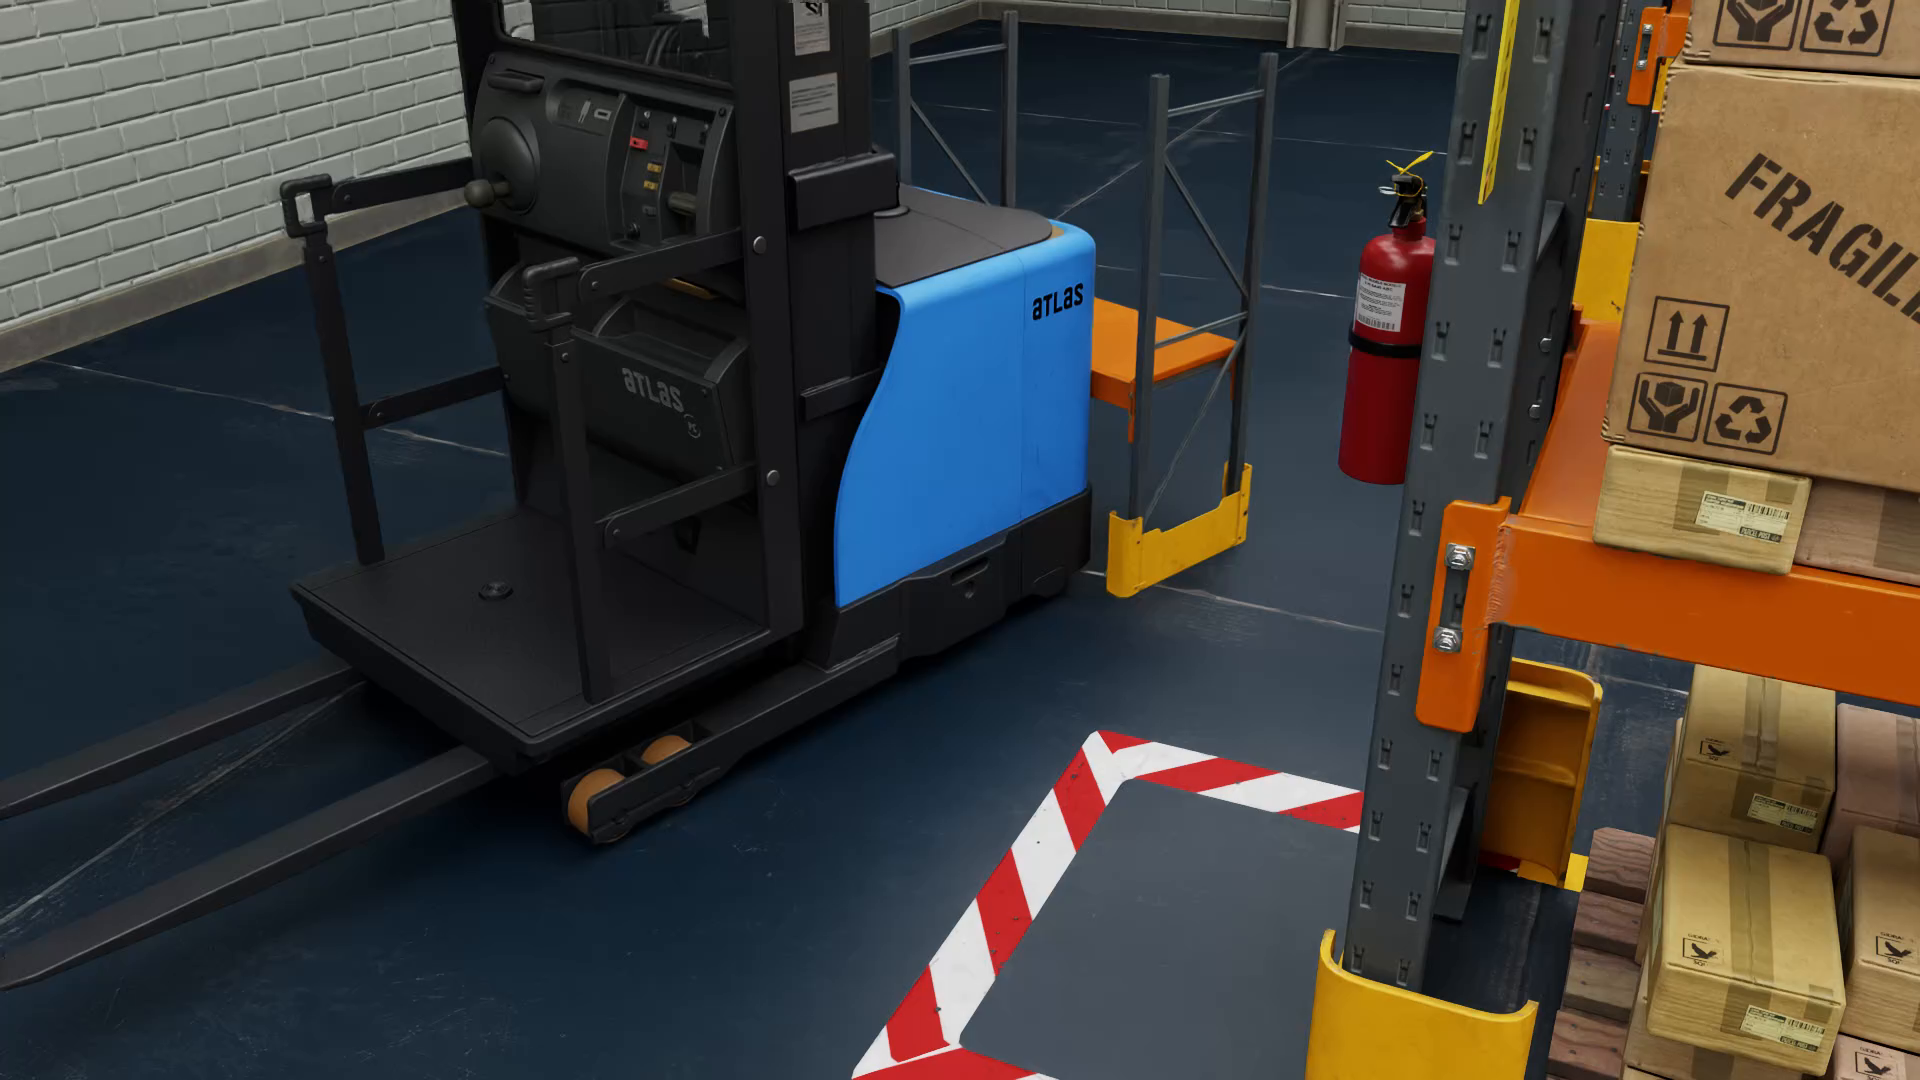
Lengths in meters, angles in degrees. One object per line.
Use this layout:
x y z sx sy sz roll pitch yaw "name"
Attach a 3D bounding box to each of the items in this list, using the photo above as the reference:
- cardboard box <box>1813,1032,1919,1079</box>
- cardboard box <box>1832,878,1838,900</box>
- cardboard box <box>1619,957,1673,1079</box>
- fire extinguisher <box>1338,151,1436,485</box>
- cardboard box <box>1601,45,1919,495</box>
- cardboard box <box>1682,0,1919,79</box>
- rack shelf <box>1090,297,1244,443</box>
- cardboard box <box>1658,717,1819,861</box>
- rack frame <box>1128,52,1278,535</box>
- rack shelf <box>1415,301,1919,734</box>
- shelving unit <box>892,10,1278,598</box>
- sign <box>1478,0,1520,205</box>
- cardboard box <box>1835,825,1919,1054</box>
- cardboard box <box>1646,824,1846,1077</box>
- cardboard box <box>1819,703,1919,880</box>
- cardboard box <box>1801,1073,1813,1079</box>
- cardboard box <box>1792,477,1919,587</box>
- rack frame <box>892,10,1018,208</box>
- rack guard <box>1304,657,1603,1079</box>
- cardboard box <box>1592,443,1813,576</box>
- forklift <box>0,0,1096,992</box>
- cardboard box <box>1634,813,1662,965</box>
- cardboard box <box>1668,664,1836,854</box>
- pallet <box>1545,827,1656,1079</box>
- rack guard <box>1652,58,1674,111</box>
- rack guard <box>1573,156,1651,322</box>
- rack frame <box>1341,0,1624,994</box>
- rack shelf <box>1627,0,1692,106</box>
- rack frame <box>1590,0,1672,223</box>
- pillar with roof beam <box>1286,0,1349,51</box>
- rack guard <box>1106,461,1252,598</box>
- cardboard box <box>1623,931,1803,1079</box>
1.498 0.811 2.622 0.250 0.149 0.380 11 28 22 "cardboard box"
1.715 0.591 3.070 0.250 0.149 0.380 11 28 21 "cardboard box"
1.246 0.897 2.783 0.250 0.149 0.380 12 29 23 "cardboard box"
0.863 -0.447 3.272 0.183 0.674 0.296 11 28 22 "fire extinguisher"
1.196 -0.403 2.222 0.500 0.500 0.500 13 29 24 "cardboard box"
1.200 -0.856 2.010 0.500 0.500 0.500 11 28 21 "cardboard box"
0.336 -0.597 5.172 0.538 0.185 1.000 -22 34 -38 "rack shelf"
1.500 0.521 3.211 0.250 0.149 0.380 11 28 20 "cardboard box"
0.682 -0.594 4.759 0.500 1.500 0.032 -22 34 -38 "rack frame"
2.722 0.271 2.119 4.000 0.370 1.077 11 28 22 "rack shelf"
0.330 -0.761 5.099 0.587 1.500 1.083 -22 34 -38 "shelving unit"
0.677 -0.588 2.068 0.005 0.325 0.100 11 28 22 "sign"
1.538 0.640 2.632 0.250 0.149 0.380 12 29 23 "cardboard box"
1.238 0.638 2.636 0.250 0.149 0.380 10 28 19 "cardboard box"
1.693 0.470 2.978 0.250 0.149 0.380 12 29 23 "cardboard box"
1.518 0.912 2.753 0.250 0.149 0.380 11 28 22 "cardboard box"
1.309 -0.084 2.309 0.250 0.149 0.380 12 29 24 "cardboard box"
-0.010 -0.923 5.427 0.500 1.500 0.032 -22 34 -38 "rack frame"
0.970 0.718 3.226 0.348 0.500 1.175 11 28 22 "rack guard"
1.060 -0.114 2.370 0.250 0.149 0.380 11 28 21 "cardboard box"
-0.987 -0.873 3.704 1.130 2.935 3.031 23 34 38 "forklift"
1.467 0.685 3.214 0.250 0.149 0.380 12 29 23 "cardboard box"
1.488 0.401 3.118 0.250 0.149 0.380 12 29 22 "cardboard box"
1.695 1.010 2.960 1.213 0.211 1.003 11 28 22 "pallet"
4.979 -3.288 11.362 0.348 0.500 1.175 11 28 22 "rack guard"
2.836 -1.309 7.344 0.348 0.500 1.175 11 28 22 "rack guard"
0.901 -0.418 2.702 0.127 3.000 1.000 11 28 22 "rack frame"
4.679 -1.738 6.199 4.000 0.370 1.077 11 28 22 "rack shelf"
2.858 -2.427 6.783 0.127 3.000 1.000 11 28 22 "rack frame"
1.046 -6.239 7.734 0.400 9.000 9.100 11 28 22 "pillar with roof beam"
0.669 -0.040 5.048 0.587 0.250 0.087 -22 34 -38 "rack guard"
1.272 0.738 2.769 0.250 0.149 0.380 13 29 24 "cardboard box"
